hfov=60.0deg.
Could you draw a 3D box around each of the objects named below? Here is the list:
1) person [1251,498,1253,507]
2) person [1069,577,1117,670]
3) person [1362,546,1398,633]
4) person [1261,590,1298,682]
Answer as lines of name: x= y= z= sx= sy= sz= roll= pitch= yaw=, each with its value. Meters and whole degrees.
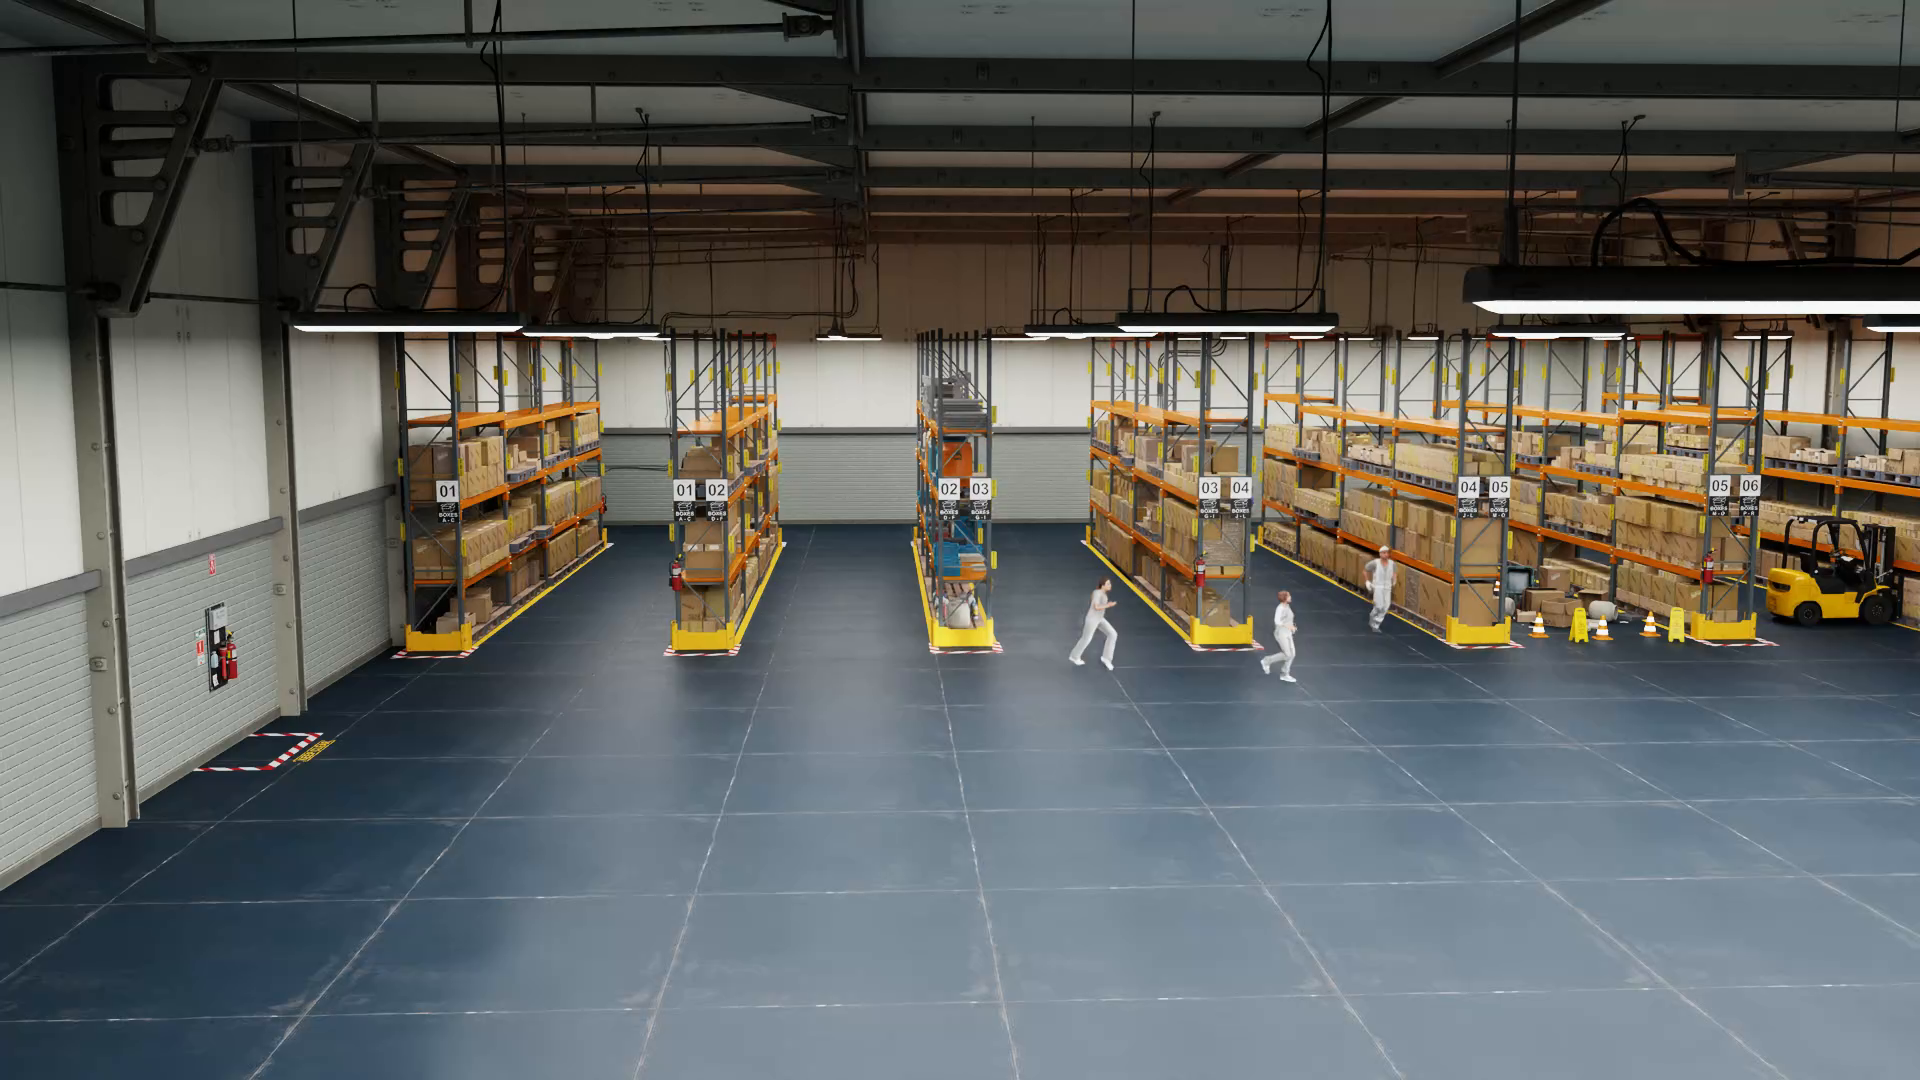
person: x=8.356 y=-0.821 z=49.072 sx=0.478 sy=1.579 sz=0.698 roll=-1 pitch=7 yaw=-6
person: x=2.342 y=1.459 z=29.307 sx=0.915 sy=1.652 sz=0.560 roll=4 pitch=8 yaw=30
person: x=8.361 y=0.985 z=32.895 sx=0.663 sy=1.736 sz=0.561 roll=-1 pitch=7 yaw=-9
person: x=5.460 y=1.622 z=28.291 sx=0.625 sy=1.559 sz=0.542 roll=3 pitch=7 yaw=26
